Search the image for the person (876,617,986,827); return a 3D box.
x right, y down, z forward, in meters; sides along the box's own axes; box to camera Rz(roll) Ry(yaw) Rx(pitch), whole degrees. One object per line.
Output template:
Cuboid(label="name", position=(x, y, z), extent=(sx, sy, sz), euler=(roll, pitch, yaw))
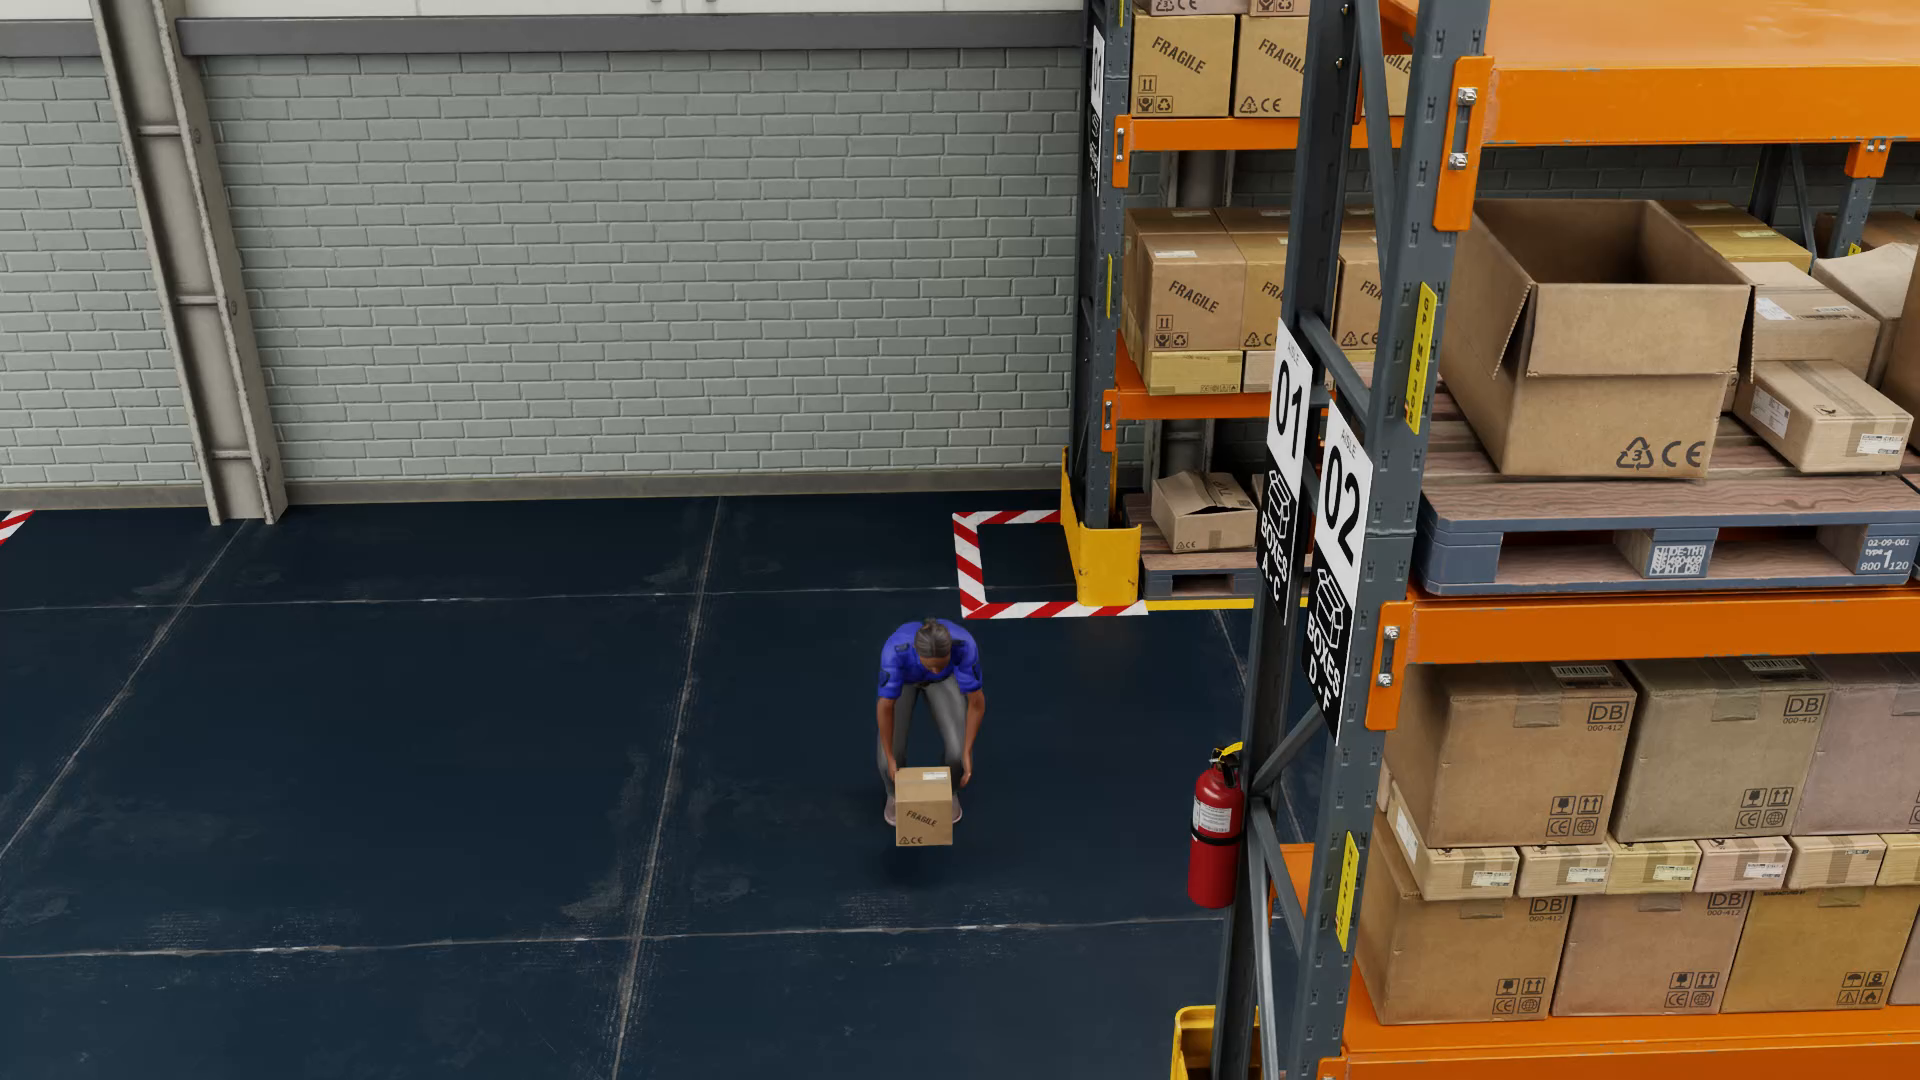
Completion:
Cuboid(label="person", position=(-0.140, 0.774, 7.658), extent=(0.497, 1.195, 0.716), euler=(-1, 28, -3))
